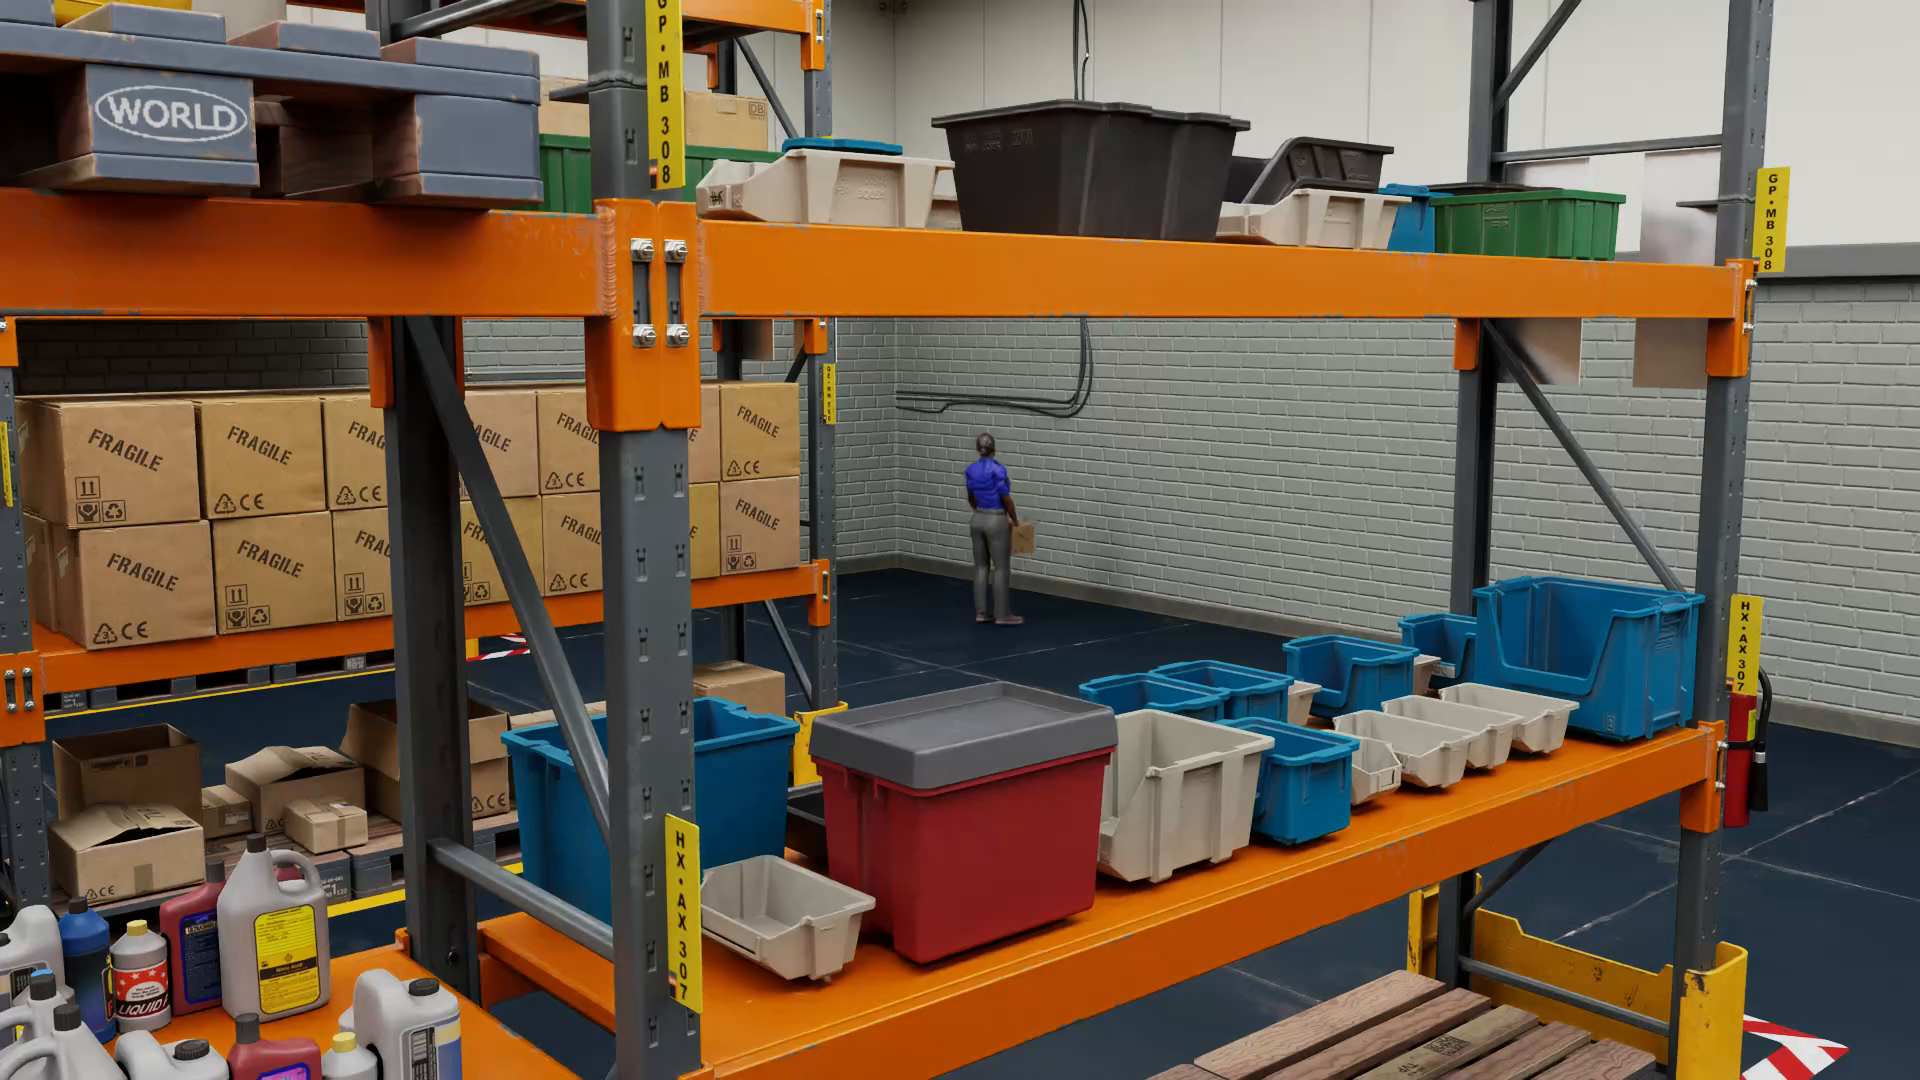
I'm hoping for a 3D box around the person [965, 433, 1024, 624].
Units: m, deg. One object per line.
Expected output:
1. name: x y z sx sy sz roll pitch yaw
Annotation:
1. person: 0.295 -0.104 14.534 0.493 1.662 0.396 6 10 41
